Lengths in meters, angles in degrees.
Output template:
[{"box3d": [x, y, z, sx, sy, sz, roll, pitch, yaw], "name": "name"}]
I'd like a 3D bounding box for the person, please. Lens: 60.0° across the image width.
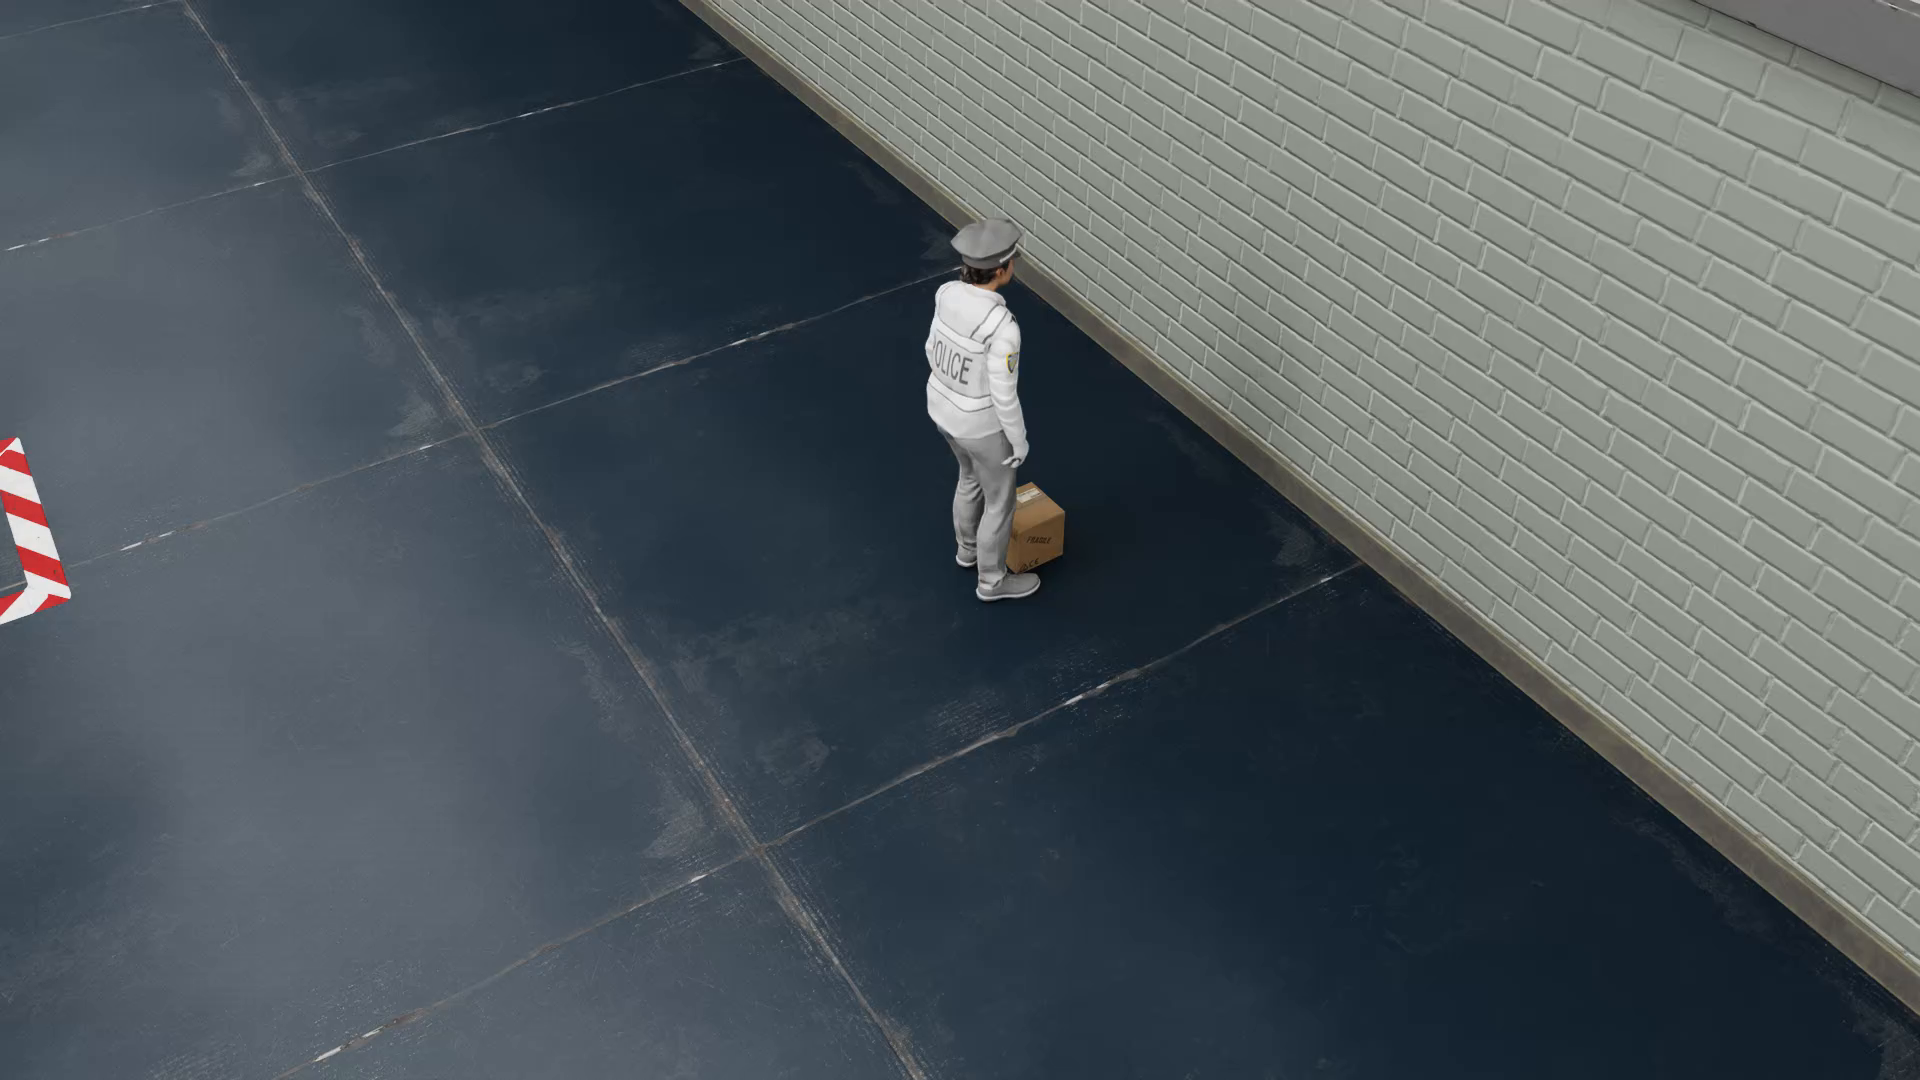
[{"box3d": [0.094, -0.506, 6.737, 0.415, 1.663, 0.545, -26, 47, -26], "name": "person"}]
